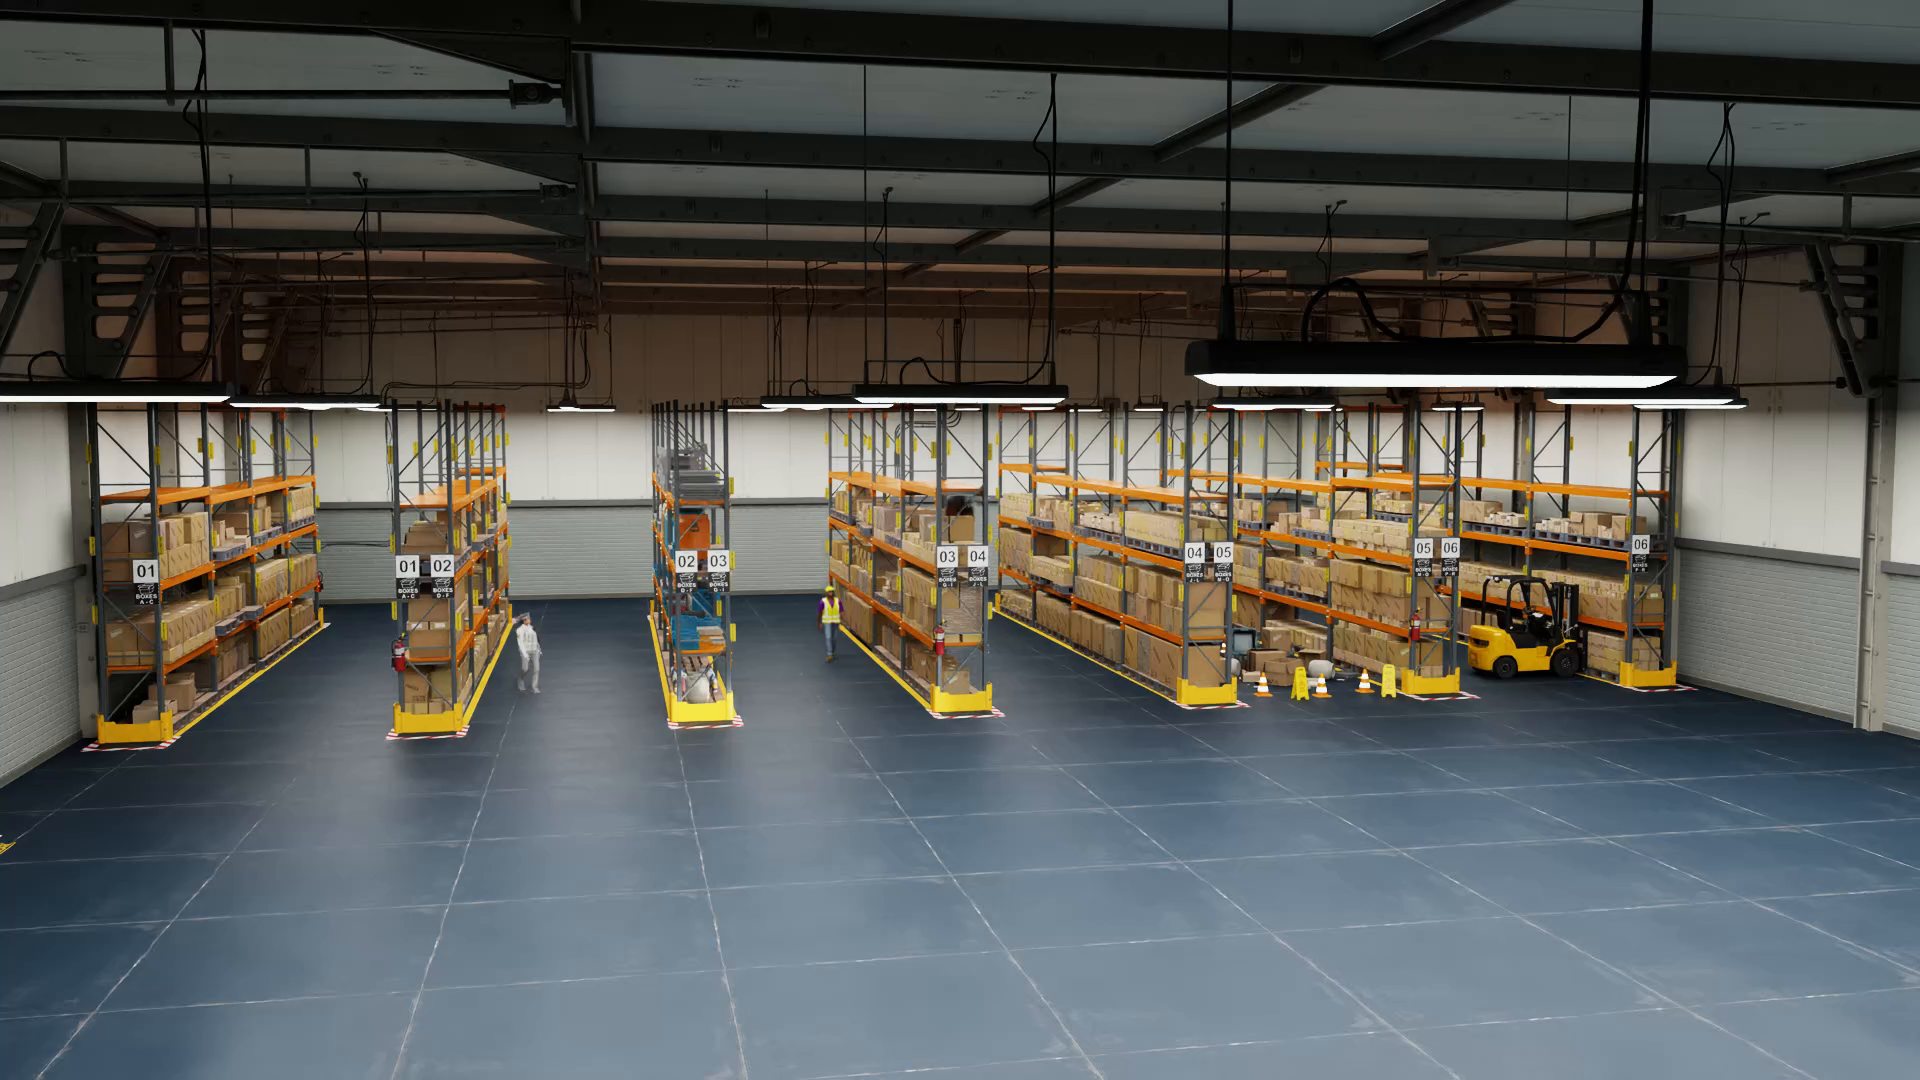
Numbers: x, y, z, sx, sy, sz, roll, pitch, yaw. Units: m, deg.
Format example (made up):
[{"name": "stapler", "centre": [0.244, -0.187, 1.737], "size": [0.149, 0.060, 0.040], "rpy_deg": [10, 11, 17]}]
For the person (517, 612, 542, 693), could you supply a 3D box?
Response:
[{"name": "person", "centre": [-8.864, 2.319, 34.360], "size": [0.523, 1.662, 0.548], "rpy_deg": [-4, 6, -44]}]

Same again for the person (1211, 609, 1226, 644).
[{"name": "person", "centre": [6.362, 1.710, 41.562], "size": [0.675, 1.771, 0.617], "rpy_deg": [-1, 4, -8]}]

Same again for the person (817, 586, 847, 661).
[{"name": "person", "centre": [-2.982, 1.934, 38.782], "size": [0.666, 1.717, 1.058], "rpy_deg": [-1, 4, -14]}]
